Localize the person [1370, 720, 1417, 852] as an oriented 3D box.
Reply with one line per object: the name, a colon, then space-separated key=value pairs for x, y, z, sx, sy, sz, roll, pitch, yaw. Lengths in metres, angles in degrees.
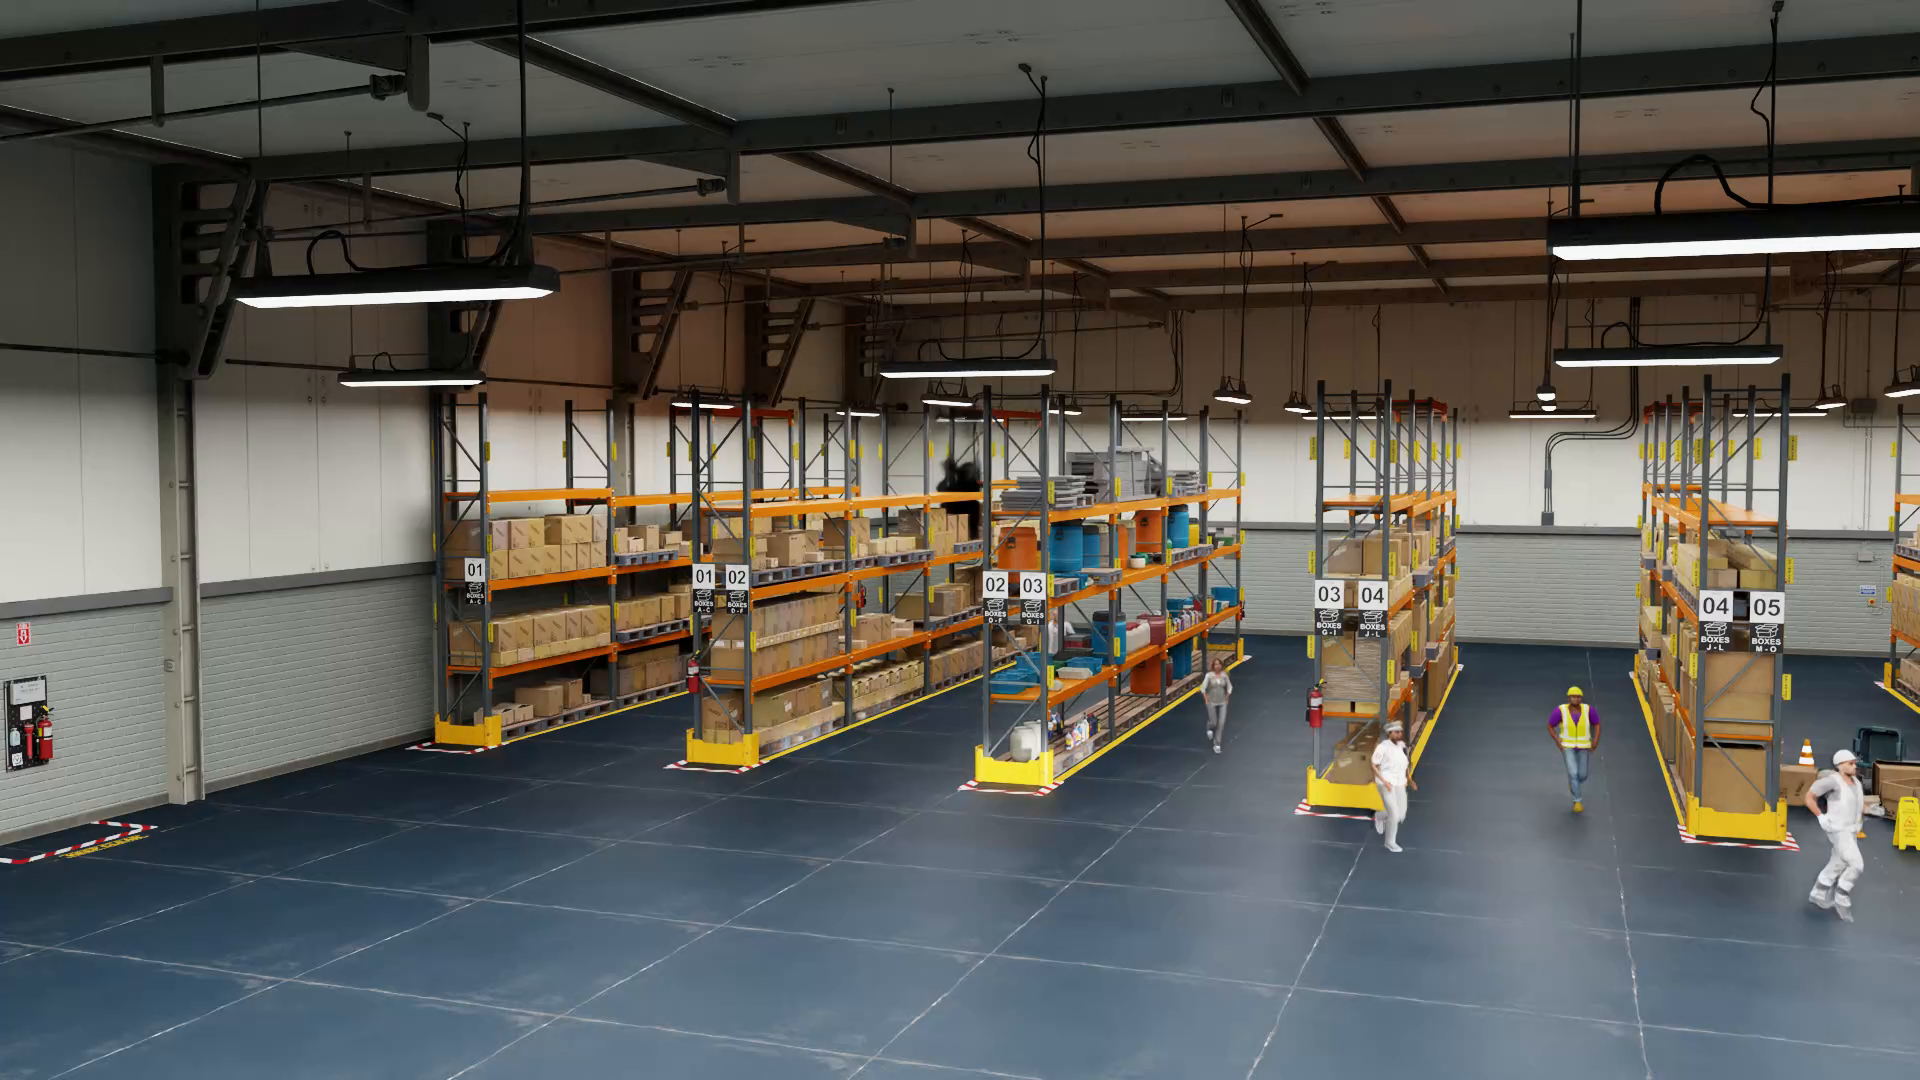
person: x=5.401 y=3.076 z=20.999 sx=0.555 sy=1.647 sz=0.577 roll=-2 pitch=3 yaw=-27

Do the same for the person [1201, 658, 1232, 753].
person: x=4.299 y=2.752 z=27.855 sx=0.536 sy=1.563 sz=0.576 roll=0 pitch=3 yaw=-2

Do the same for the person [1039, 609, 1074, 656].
person: x=1.951 y=2.319 z=33.796 sx=0.685 sy=1.826 sz=0.777 roll=1 pitch=3 yaw=12

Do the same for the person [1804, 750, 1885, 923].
person: x=9.485 y=3.165 z=17.848 sx=0.632 sy=1.830 sz=0.754 roll=-2 pitch=4 yaw=-32

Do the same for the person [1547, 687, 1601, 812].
person: x=8.647 y=2.910 z=23.425 sx=0.721 sy=1.730 sz=0.755 roll=0 pitch=3 yaw=9
